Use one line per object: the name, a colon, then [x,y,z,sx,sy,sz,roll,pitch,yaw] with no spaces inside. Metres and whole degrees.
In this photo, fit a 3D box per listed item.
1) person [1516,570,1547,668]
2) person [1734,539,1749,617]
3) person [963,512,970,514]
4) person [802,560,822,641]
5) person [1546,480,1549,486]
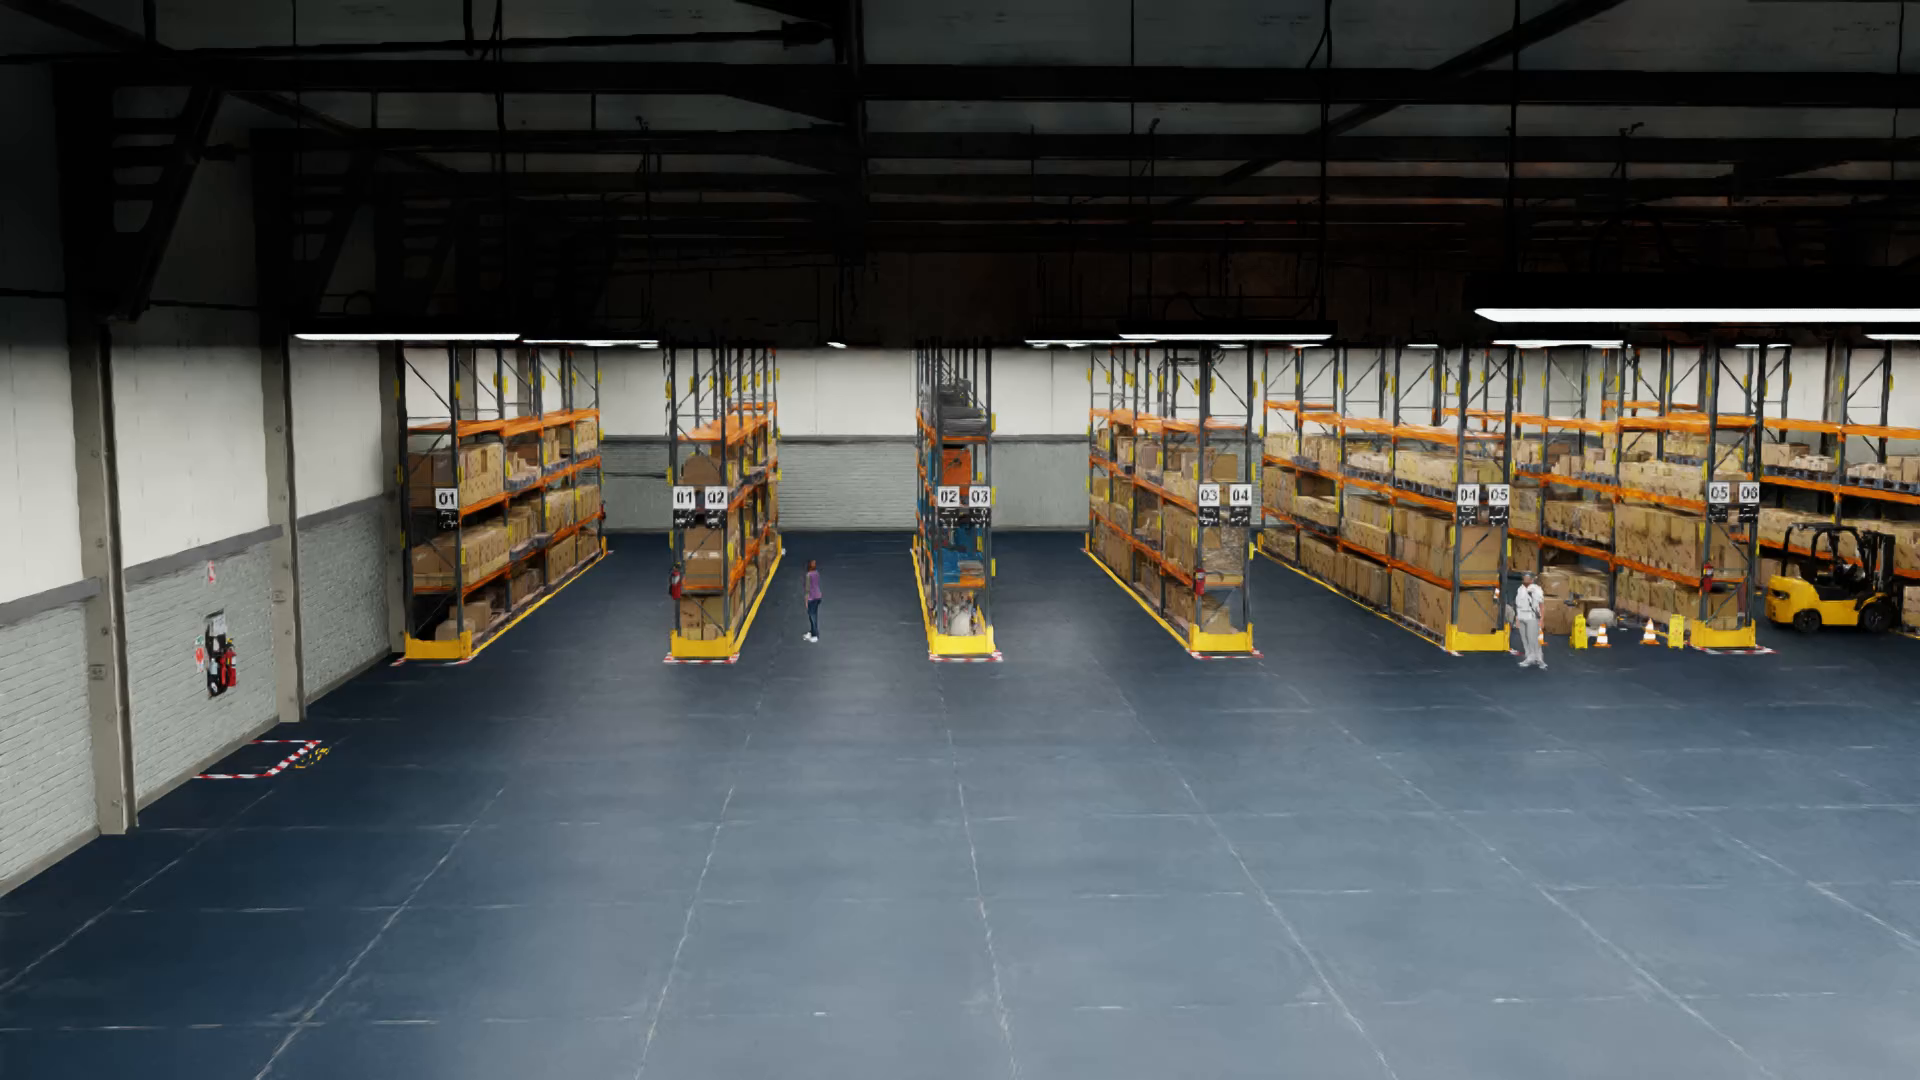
person: [10.357,1.422,30.154,0.447,1.752,0.651,-4,8,-31]
person: [16.843,0.801,35.941,0.477,1.675,0.493,3,7,26]
person: [0.199,-0.133,44.815,0.384,1.519,0.656,-1,7,-5]
person: [-2.953,1.184,32.925,0.450,1.599,0.467,3,7,28]
person: [18.347,-1.054,51.951,0.714,1.785,0.555,-4,8,-32]
